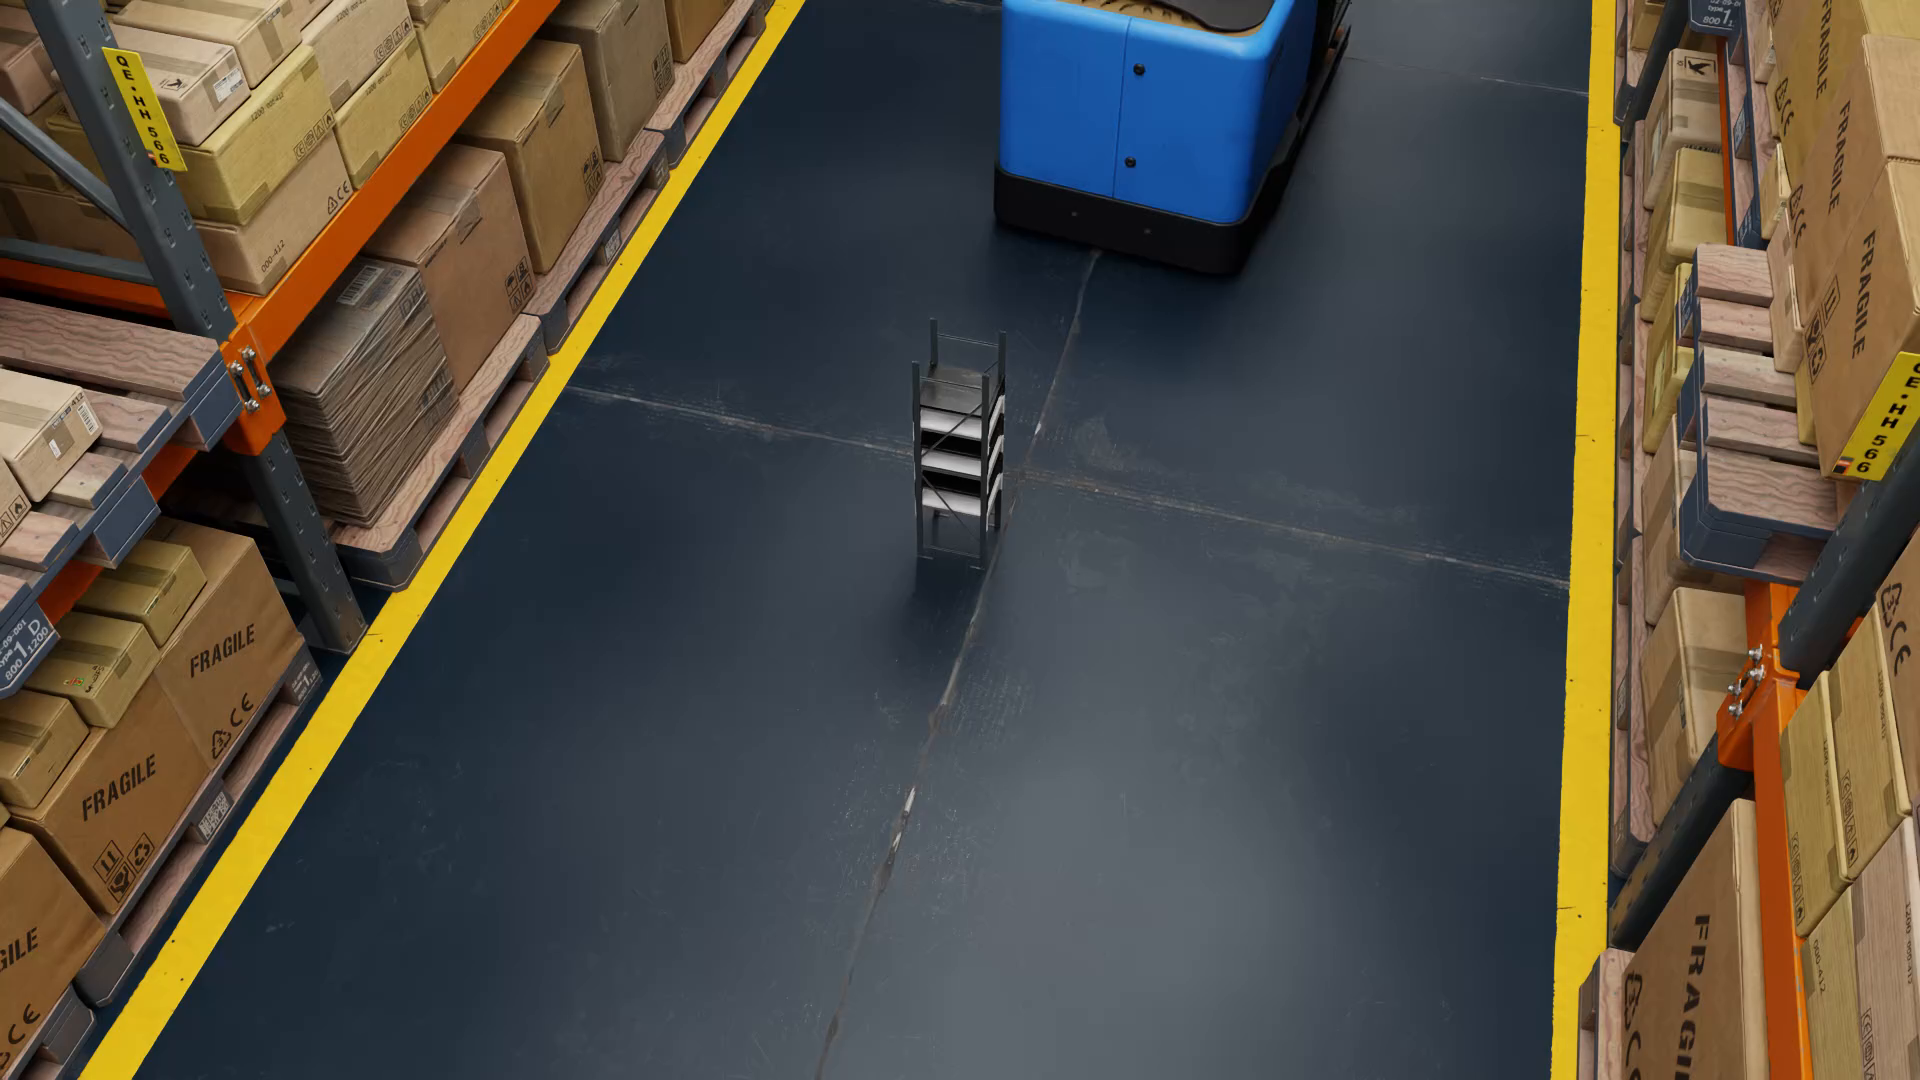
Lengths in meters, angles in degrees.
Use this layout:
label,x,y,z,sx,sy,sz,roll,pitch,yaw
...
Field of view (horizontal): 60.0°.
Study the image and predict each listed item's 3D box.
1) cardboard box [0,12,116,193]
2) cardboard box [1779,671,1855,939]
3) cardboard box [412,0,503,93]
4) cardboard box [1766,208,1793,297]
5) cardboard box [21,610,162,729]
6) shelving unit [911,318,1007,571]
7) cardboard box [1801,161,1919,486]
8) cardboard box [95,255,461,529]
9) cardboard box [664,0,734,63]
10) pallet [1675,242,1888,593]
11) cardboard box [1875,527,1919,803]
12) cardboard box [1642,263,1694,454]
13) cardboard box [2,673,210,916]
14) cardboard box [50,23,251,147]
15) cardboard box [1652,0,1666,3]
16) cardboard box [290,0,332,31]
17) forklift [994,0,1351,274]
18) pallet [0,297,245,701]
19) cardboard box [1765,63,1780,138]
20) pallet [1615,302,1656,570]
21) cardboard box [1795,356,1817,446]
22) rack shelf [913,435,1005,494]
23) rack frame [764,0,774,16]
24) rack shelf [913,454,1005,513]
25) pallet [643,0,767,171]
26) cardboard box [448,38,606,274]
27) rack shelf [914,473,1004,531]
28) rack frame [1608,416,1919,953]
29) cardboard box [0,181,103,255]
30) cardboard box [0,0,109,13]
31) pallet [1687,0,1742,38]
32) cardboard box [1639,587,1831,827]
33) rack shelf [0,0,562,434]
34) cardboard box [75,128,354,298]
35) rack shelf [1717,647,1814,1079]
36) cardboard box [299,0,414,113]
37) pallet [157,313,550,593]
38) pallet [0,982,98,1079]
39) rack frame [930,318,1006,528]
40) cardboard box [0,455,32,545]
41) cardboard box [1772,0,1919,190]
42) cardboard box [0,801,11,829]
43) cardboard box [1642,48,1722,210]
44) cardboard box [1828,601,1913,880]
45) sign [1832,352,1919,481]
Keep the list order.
label,x,y,z,sx,sy,sz,roll,pitch,yaw
cardboard box,-2.600,-1.251,4.620,0.500,0.250,0.500,13,50,11
cardboard box,1.968,0.576,3.341,0.500,0.250,0.500,11,49,9
cardboard box,-1.831,-1.715,5.363,0.500,0.250,0.500,10,49,9
cardboard box,2.297,-0.698,4.252,0.380,0.149,0.250,9,49,8
cardboard box,-2.377,0.329,4.413,0.380,0.149,0.250,9,49,8
shelving unit,-0.002,-0.292,5.407,0.258,0.900,0.210,12,50,10
cardboard box,2.191,-0.433,3.586,0.500,0.500,0.500,10,49,9
cardboard box,-2.272,-0.557,5.545,0.875,0.625,0.625,13,50,11
cardboard box,-1.523,-2.622,7.367,0.875,0.625,0.625,14,50,12
pallet,2.425,-0.251,4.099,1.213,0.211,1.003,12,50,10
cardboard box,1.974,0.166,2.869,0.500,0.500,0.500,10,49,9
cardboard box,2.890,-0.537,5.696,0.950,0.372,0.625,13,50,11
cardboard box,-2.495,0.641,4.571,0.500,0.500,0.500,11,49,9
cardboard box,-2.082,-1.175,4.287,0.380,0.149,0.250,13,50,11
cardboard box,3.290,-2.630,7.124,0.500,0.500,0.500,11,49,10
cardboard box,-1.970,-1.560,4.627,0.380,0.149,0.250,13,50,11
forklift,1.154,-3.150,6.575,1.130,2.935,3.031,17,51,14
pallet,-2.560,-0.188,4.043,1.213,0.211,1.003,12,50,10
cardboard box,2.531,-1.254,4.744,0.380,0.149,0.250,10,49,9
pallet,2.870,-0.300,5.874,1.003,0.211,1.213,12,50,10
cardboard box,2.200,-0.326,3.925,0.380,0.149,0.250,12,50,11
rack shelf,-0.002,-0.270,5.432,0.258,0.077,0.200,12,50,10
rack frame,-1.397,-3.648,6.969,1.000,3.000,0.127,12,50,10
rack shelf,-0.002,-0.210,5.500,0.258,0.077,0.200,12,50,10
pallet,-1.553,-2.185,7.538,1.003,0.211,1.213,12,50,10
cardboard box,-1.931,-1.518,6.393,0.875,0.625,0.625,10,49,8
rack shelf,-0.002,-0.151,5.567,0.258,0.077,0.200,12,50,10
rack frame,2.340,0.222,3.554,1.000,3.000,0.127,12,50,10
cardboard box,-2.578,-1.081,4.804,0.500,0.250,0.500,11,49,9
cardboard box,-2.598,-1.490,4.565,0.380,0.149,0.250,13,50,11
pallet,3.051,-2.084,5.717,1.003,0.211,1.213,12,50,10
cardboard box,2.498,0.545,4.740,0.950,0.372,0.625,9,49,7
rack shelf,-1.923,-1.964,5.962,1.077,0.370,4.000,12,50,10
cardboard box,-2.097,-0.978,4.713,0.500,0.250,0.500,12,50,10
rack shelf,1.814,1.906,2.547,1.077,0.370,4.000,12,50,10
cardboard box,-1.964,-1.506,4.845,0.500,0.250,0.500,13,50,11
pallet,-2.195,-0.420,5.980,1.003,0.211,1.213,12,50,10
pallet,-3.006,1.580,4.215,1.003,0.211,1.213,12,50,10
rack frame,0.025,-0.365,5.472,0.240,0.900,0.006,12,50,10
cardboard box,-2.415,-0.018,3.585,0.500,0.250,0.500,9,49,8
cardboard box,2.449,-1.174,4.240,0.500,0.500,0.500,9,49,7
cardboard box,-2.602,0.693,4.092,0.380,0.149,0.250,13,50,11
cardboard box,3.257,-1.561,6.600,0.950,0.372,0.625,12,50,11
cardboard box,1.968,0.424,3.142,0.500,0.250,0.500,11,50,10
sign,1.814,-0.236,3.238,0.100,0.325,0.005,12,50,10
